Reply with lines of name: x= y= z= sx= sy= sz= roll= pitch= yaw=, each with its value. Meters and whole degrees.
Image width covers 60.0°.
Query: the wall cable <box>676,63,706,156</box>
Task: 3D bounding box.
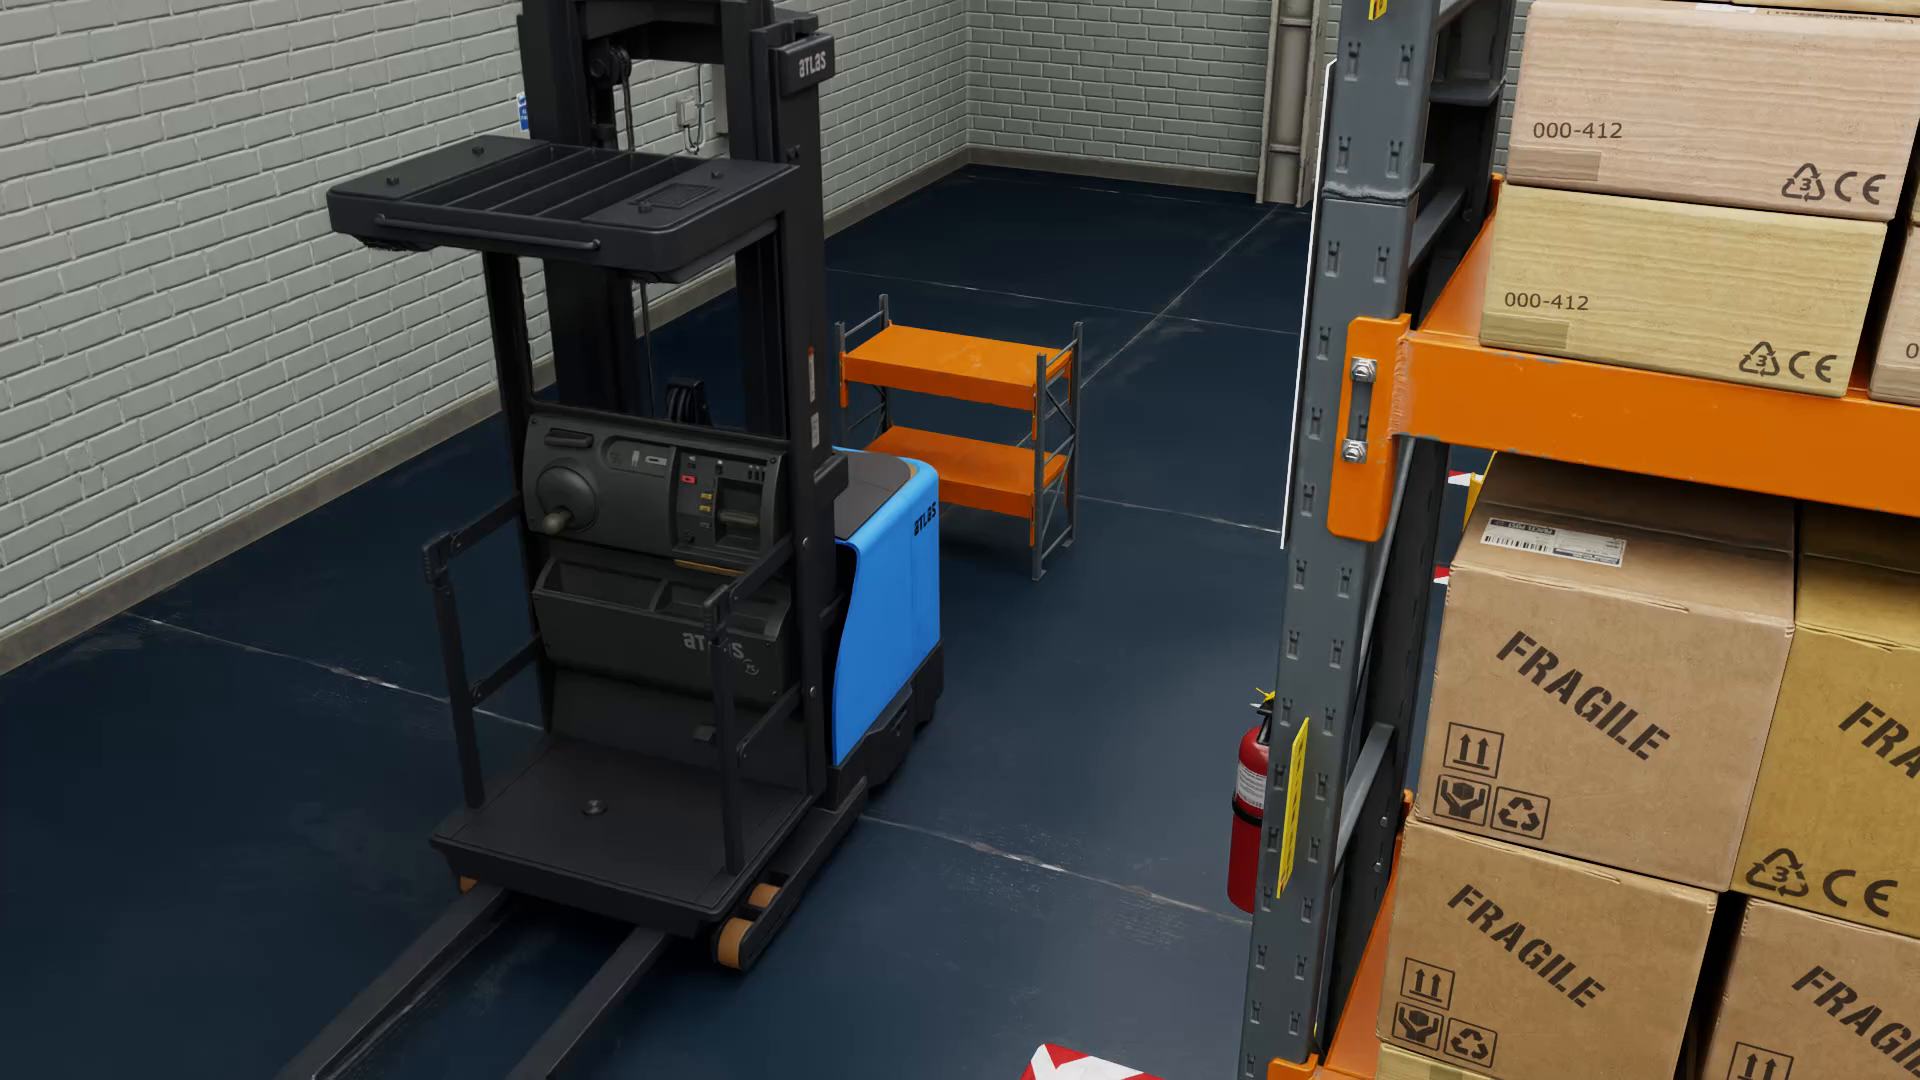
wall cable: x=-1.800 y=-3.417 z=10.645 sx=0.122 sy=1.984 sz=0.588 roll=11 pitch=28 yaw=22

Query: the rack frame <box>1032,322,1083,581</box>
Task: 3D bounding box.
rack frame: x=0.457 y=-0.413 z=7.815 sx=0.032 sy=1.125 sz=0.500 roll=11 pitch=28 yaw=22

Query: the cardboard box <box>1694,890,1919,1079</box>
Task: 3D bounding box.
cardboard box: x=1.601 y=0.744 z=2.894 sx=0.500 sy=0.500 sz=0.500 roll=11 pitch=28 yaw=22

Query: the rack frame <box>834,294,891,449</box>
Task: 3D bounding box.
rack frame: x=-0.469 y=-0.599 z=8.193 sx=0.032 sy=1.125 sz=0.500 roll=11 pitch=28 yaw=22

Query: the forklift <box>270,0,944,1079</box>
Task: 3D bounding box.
forklift: x=-1.078 y=-0.127 z=5.190 sx=1.130 sy=2.935 sz=3.031 roll=10 pitch=28 yaw=19

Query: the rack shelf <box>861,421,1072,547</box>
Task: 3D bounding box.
rack shelf: x=-0.006 y=-0.287 z=8.112 sx=1.000 sy=0.278 sz=0.538 roll=11 pitch=28 yaw=22

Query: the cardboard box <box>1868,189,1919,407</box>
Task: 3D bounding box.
cardboard box: x=1.589 y=-0.354 z=2.348 sx=0.500 sy=0.250 sz=0.500 roll=12 pitch=29 yaw=23

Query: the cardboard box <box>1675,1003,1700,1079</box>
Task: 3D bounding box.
cardboard box: x=1.439 y=1.046 z=3.015 sx=0.250 sy=0.149 sz=0.380 roll=11 pitch=28 yaw=20

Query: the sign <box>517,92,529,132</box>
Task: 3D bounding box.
sign: x=-2.453 y=-2.502 z=9.630 sx=0.001 sy=0.218 sz=0.327 roll=11 pitch=28 yaw=22

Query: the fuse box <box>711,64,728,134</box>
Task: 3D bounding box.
fuse box: x=-1.375 y=-2.629 z=11.653 sx=0.414 sy=1.711 sz=0.539 roll=11 pitch=28 yaw=22

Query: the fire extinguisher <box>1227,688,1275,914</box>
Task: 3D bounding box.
fire extinguisher: x=0.770 y=0.612 z=4.122 sx=0.183 sy=0.674 sz=0.296 roll=11 pitch=28 yaw=22

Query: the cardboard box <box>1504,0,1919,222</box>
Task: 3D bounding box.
cardboard box: x=1.110 y=-0.675 z=2.433 sx=0.500 sy=0.250 sz=0.500 roll=12 pitch=29 yaw=23

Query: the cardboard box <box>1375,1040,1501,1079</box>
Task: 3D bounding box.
cardboard box: x=0.968 y=0.945 z=3.219 sx=0.250 sy=0.149 sz=0.380 roll=11 pitch=28 yaw=21

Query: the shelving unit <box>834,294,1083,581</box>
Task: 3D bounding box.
shelving unit: x=-0.006 y=-0.506 z=8.004 sx=1.048 sy=1.125 sz=0.538 roll=11 pitch=28 yaw=22

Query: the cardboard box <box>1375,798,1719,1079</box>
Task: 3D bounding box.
cardboard box: x=1.103 y=0.656 z=3.072 sx=0.500 sy=0.500 sz=0.500 roll=13 pitch=29 yaw=24

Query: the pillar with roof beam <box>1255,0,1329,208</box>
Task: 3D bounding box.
pillar with roof beam: x=0.954 y=-5.180 z=8.583 sx=0.400 sy=9.000 sz=9.100 roll=11 pitch=28 yaw=22

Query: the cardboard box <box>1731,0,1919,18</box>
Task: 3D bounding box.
cardboard box: x=1.234 y=-0.836 z=2.308 sx=0.250 sy=0.149 sz=0.380 roll=13 pitch=29 yaw=24

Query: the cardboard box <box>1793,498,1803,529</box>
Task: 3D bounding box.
cardboard box: x=1.328 y=-0.002 z=3.276 sx=0.500 sy=0.500 sz=0.500 roll=11 pitch=28 yaw=21

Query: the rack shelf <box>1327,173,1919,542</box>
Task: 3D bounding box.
rack shelf: x=2.629 y=-0.016 z=2.305 sx=4.000 sy=0.370 sz=1.077 roll=11 pitch=28 yaw=22

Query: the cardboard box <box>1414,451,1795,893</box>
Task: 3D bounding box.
cardboard box: x=1.108 y=0.203 z=2.860 sx=0.500 sy=0.500 sz=0.500 roll=11 pitch=28 yaw=21

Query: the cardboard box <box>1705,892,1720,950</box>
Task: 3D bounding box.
cardboard box: x=1.791 y=0.538 z=3.312 sx=0.500 sy=0.500 sz=0.500 roll=11 pitch=28 yaw=21

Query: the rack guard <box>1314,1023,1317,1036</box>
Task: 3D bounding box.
rack guard: x=0.878 y=1.777 z=4.076 sx=0.348 sy=0.500 sz=1.175 roll=11 pitch=28 yaw=22

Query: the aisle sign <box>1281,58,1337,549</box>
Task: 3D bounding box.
aisle sign: x=0.618 y=-0.418 z=2.760 sx=0.004 sy=0.787 sz=0.394 roll=11 pitch=28 yaw=22

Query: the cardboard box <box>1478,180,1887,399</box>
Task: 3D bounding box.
cardboard box: x=1.112 y=-0.452 z=2.547 sx=0.500 sy=0.250 sz=0.500 roll=12 pitch=29 yaw=24

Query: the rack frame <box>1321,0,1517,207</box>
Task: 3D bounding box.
rack frame: x=0.809 y=-2.050 z=2.227 sx=0.127 sy=3.000 sz=1.000 roll=11 pitch=28 yaw=22

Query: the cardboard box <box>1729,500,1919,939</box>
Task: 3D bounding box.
cardboard box: x=1.569 y=0.293 z=2.677 sx=0.500 sy=0.500 sz=0.500 roll=12 pitch=29 yaw=23

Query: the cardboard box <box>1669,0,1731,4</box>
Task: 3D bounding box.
cardboard box: x=1.009 y=-0.890 z=2.417 sx=0.250 sy=0.149 sz=0.380 roll=11 pitch=28 yaw=21

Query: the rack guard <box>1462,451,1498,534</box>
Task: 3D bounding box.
rack guard: x=2.744 y=-0.251 z=8.193 sx=0.348 sy=0.500 sz=1.175 roll=11 pitch=28 yaw=22

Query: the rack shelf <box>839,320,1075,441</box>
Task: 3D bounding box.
rack shelf: x=-0.006 y=-0.768 z=7.875 sx=1.000 sy=0.278 sz=0.538 roll=11 pitch=28 yaw=22

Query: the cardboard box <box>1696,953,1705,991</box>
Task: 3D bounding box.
cardboard box: x=1.668 y=0.800 z=3.513 sx=0.250 sy=0.149 sz=0.380 roll=11 pitch=28 yaw=21

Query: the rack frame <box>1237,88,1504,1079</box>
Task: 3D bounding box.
rack frame: x=0.809 y=0.641 z=3.552 sx=0.127 sy=3.000 sz=1.000 roll=11 pitch=28 yaw=22

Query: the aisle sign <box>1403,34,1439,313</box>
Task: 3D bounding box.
aisle sign: x=0.866 y=-0.659 z=3.250 sx=0.004 sy=0.787 sz=0.394 roll=11 pitch=28 yaw=22

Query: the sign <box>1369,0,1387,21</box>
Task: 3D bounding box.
sign: x=0.584 y=-0.878 z=2.253 sx=0.005 sy=0.325 sz=0.100 roll=11 pitch=28 yaw=22

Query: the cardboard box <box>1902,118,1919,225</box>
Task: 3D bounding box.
cardboard box: x=1.576 y=-0.582 z=2.244 sx=0.500 sy=0.250 sz=0.500 roll=11 pitch=28 yaw=21

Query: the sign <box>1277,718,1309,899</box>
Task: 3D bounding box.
sign: x=0.584 y=0.471 z=2.917 sx=0.005 sy=0.325 sz=0.100 roll=11 pitch=28 yaw=22

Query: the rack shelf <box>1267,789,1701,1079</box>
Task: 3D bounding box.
rack shelf: x=2.629 y=1.330 z=2.968 sx=4.000 sy=0.370 sz=1.077 roll=11 pitch=28 yaw=22
